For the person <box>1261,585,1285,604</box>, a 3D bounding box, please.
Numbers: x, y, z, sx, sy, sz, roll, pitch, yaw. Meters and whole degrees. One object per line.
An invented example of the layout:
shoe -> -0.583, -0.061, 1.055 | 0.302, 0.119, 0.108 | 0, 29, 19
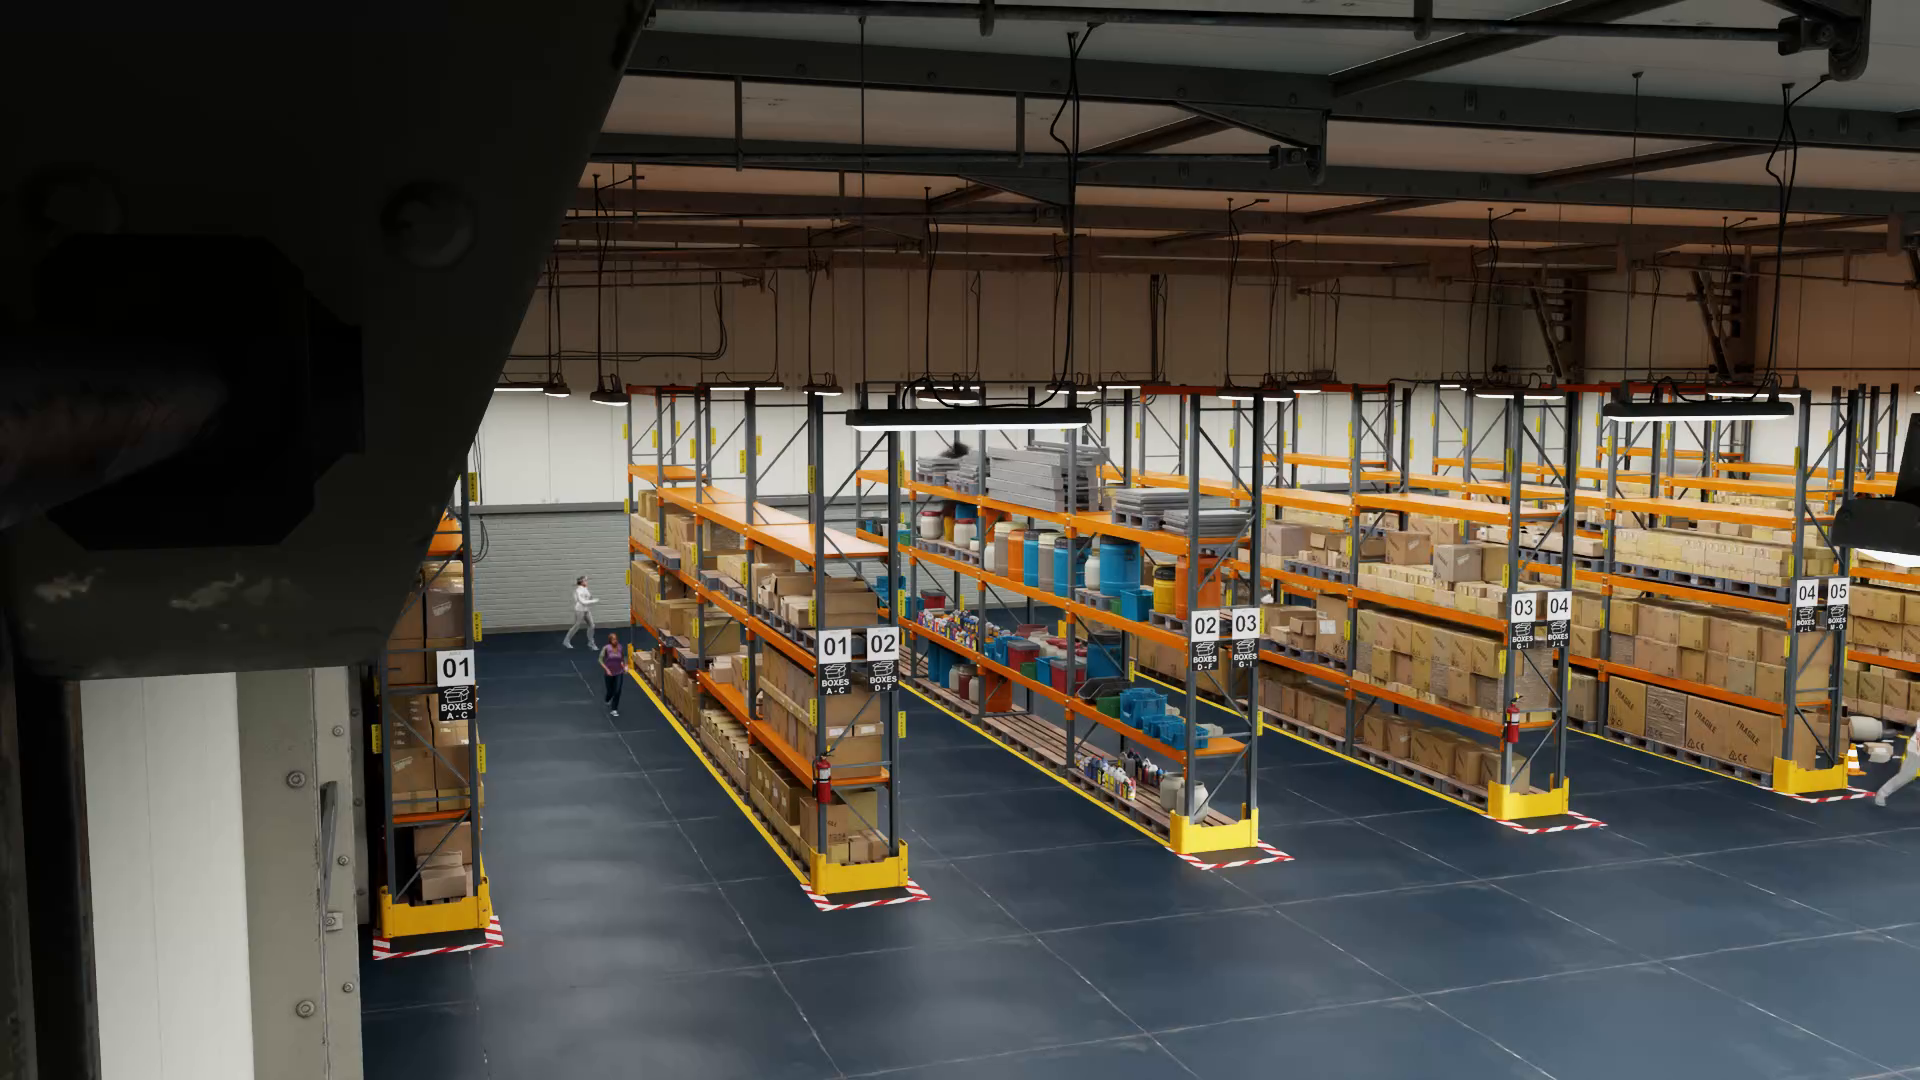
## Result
person -> 6.831, 1.761, 36.434 | 0.590, 1.601, 0.735 | 0, 6, -4

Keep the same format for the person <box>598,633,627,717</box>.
person -> -6.350, 2.441, 30.379 | 0.539, 1.543, 0.582 | -3, 6, -24

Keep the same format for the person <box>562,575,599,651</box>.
person -> -8.496, 1.638, 37.267 | 0.846, 1.740, 0.588 | 0, 6, 4

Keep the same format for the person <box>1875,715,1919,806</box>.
person -> 13.666, 3.026, 23.713 | 0.673, 1.695, 1.007 | -5, 8, -41

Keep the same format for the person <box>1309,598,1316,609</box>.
person -> 9.307, 1.014, 43.132 | 0.908, 1.701, 0.659 | -5, 8, -41
